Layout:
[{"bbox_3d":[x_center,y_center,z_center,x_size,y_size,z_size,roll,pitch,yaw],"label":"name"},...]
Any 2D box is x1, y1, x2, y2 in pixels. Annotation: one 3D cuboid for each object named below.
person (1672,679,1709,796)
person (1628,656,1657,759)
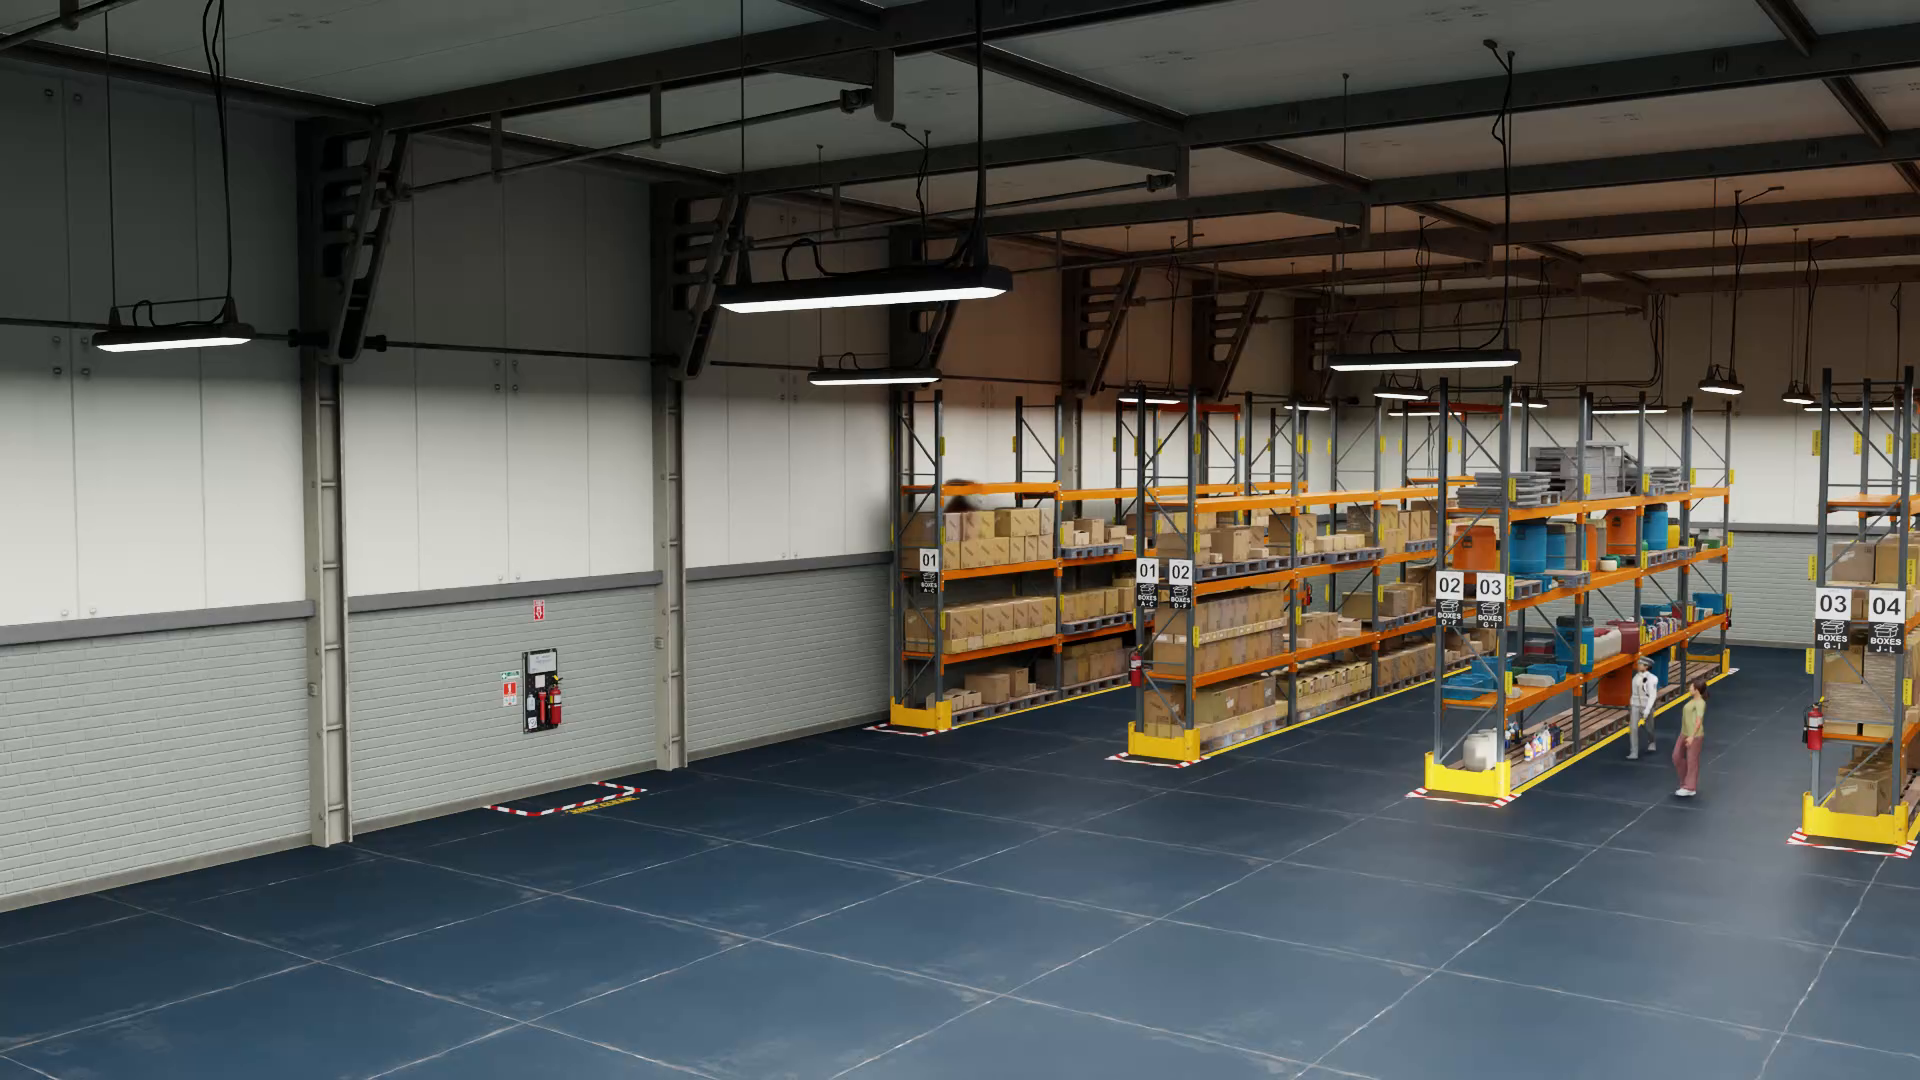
[{"bbox_3d":[10.491,2.857,23.857,0.451,1.684,0.466,0,3,-7],"label":"person"},{"bbox_3d":[10.986,2.668,26.727,0.416,1.635,0.933,2,4,29],"label":"person"}]
